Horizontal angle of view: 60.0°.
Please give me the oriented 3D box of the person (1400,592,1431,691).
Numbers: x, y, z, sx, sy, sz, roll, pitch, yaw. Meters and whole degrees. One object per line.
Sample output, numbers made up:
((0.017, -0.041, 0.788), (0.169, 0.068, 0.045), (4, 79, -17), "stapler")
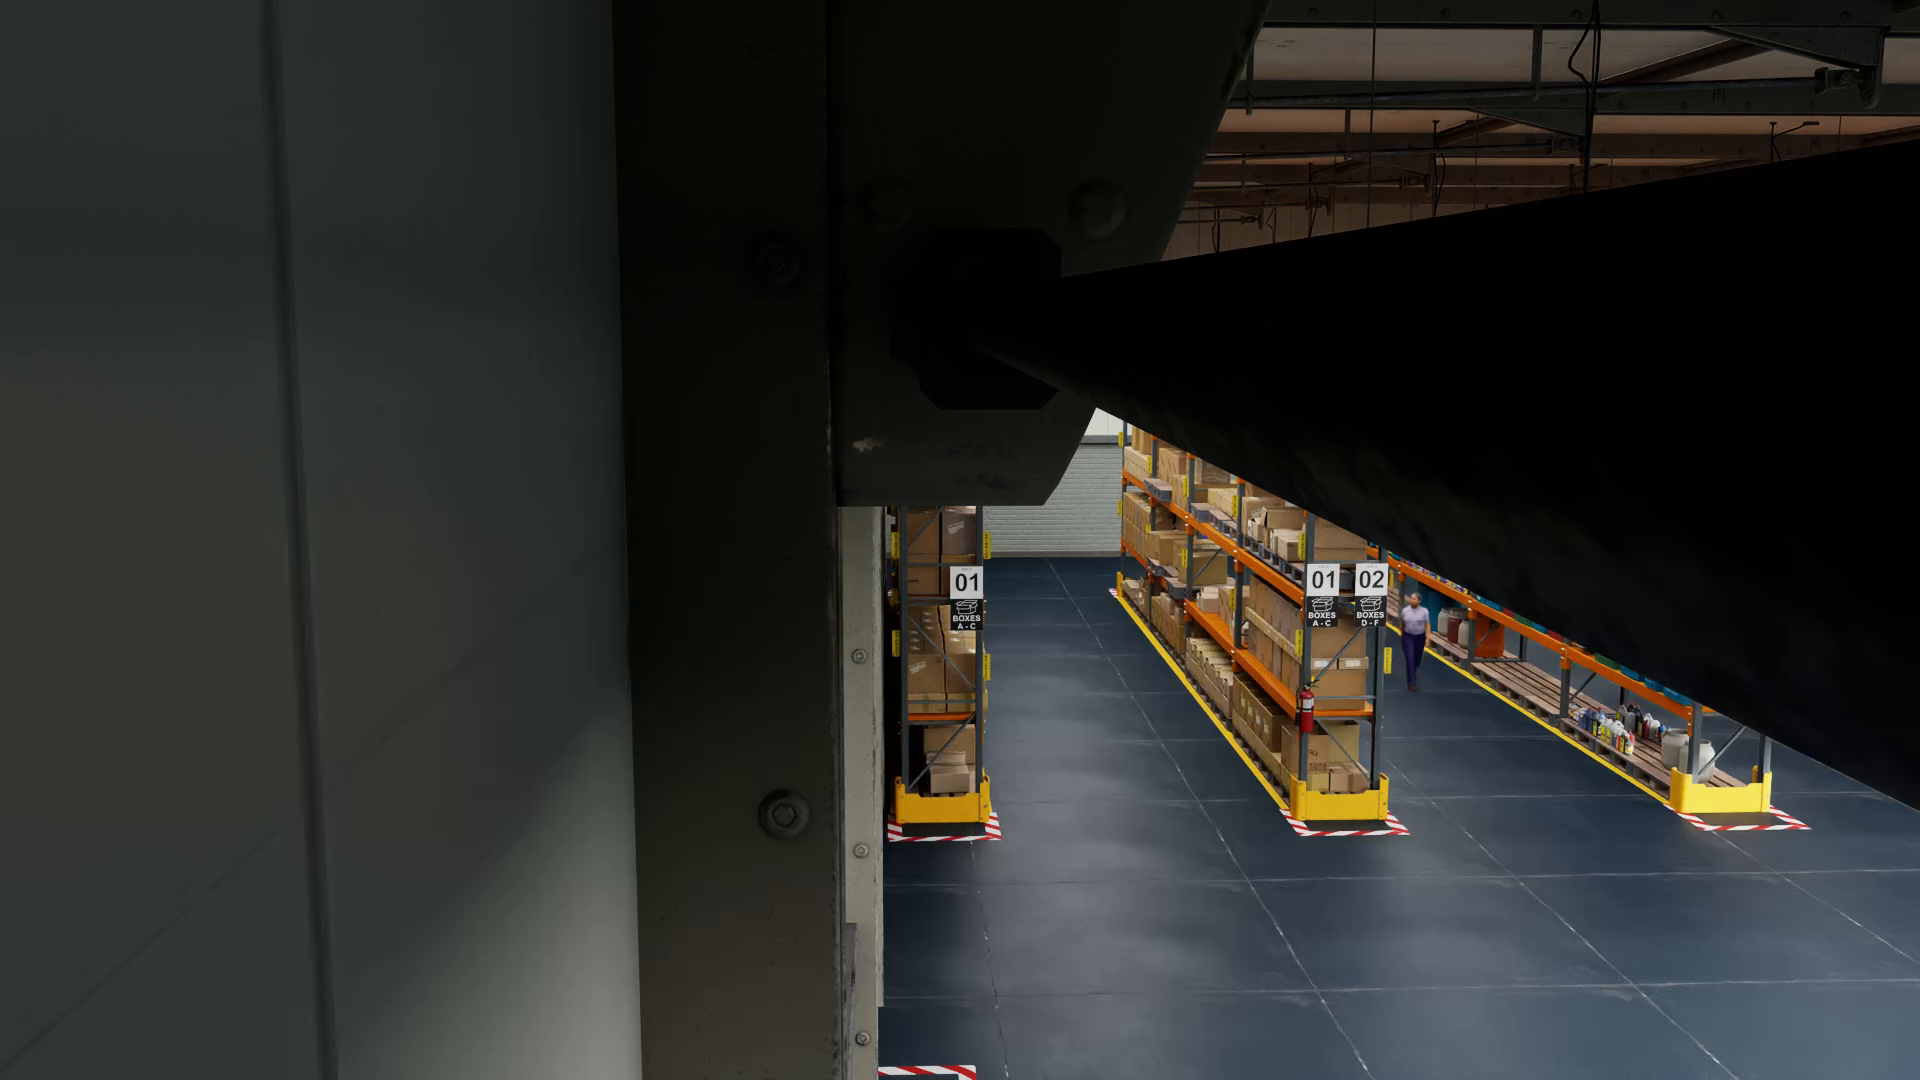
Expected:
((7.569, 1.703, 27.670), (0.450, 1.507, 0.976), (0, 8, -3), "person")

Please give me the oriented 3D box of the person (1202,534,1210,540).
((5.519, 0.357, 36.827), (0.513, 1.598, 0.959), (-1, 8, -9), "person")
